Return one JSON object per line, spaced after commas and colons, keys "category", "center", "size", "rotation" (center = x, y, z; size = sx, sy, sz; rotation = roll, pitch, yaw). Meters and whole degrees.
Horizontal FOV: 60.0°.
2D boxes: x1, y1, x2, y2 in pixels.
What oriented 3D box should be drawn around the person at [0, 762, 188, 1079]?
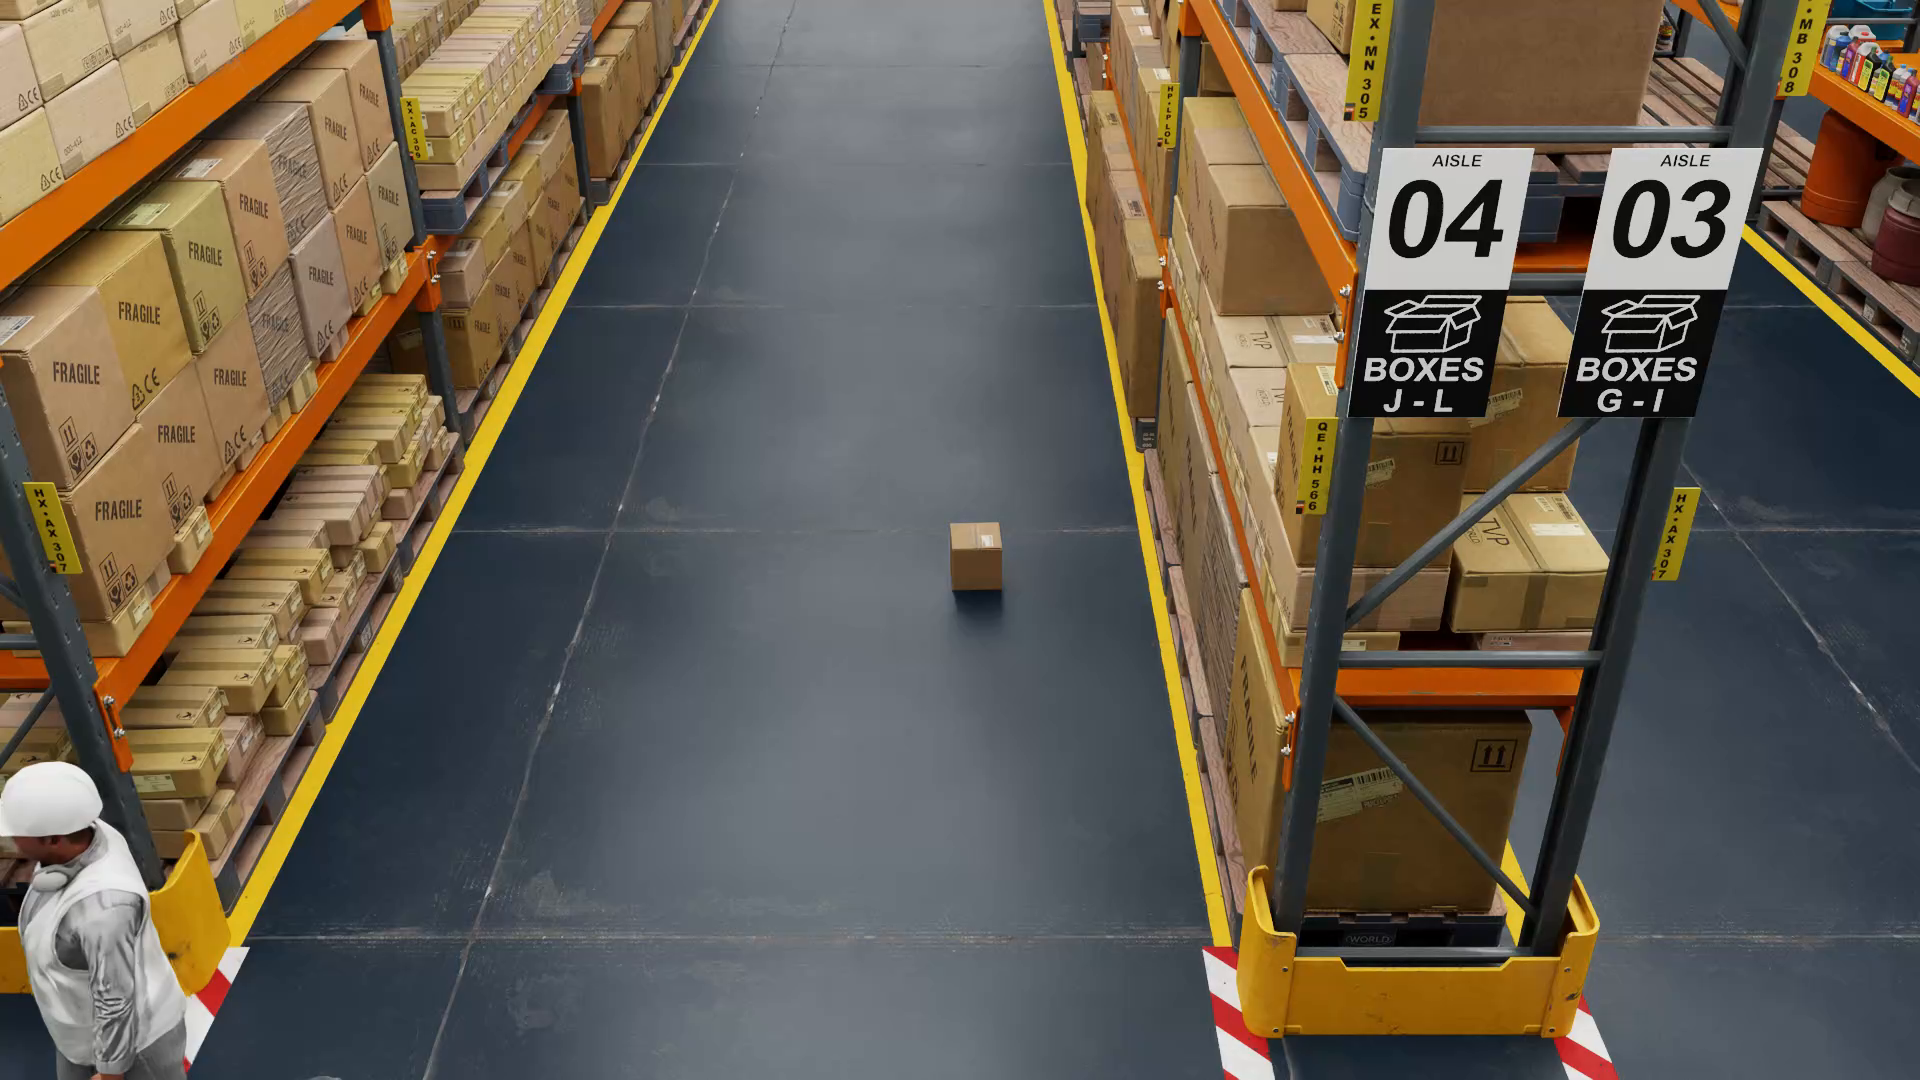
{"category": "person", "center": [-2.415, 1.360, 4.856], "size": [0.836, 1.750, 0.553], "rotation": [-23, 38, -33]}
